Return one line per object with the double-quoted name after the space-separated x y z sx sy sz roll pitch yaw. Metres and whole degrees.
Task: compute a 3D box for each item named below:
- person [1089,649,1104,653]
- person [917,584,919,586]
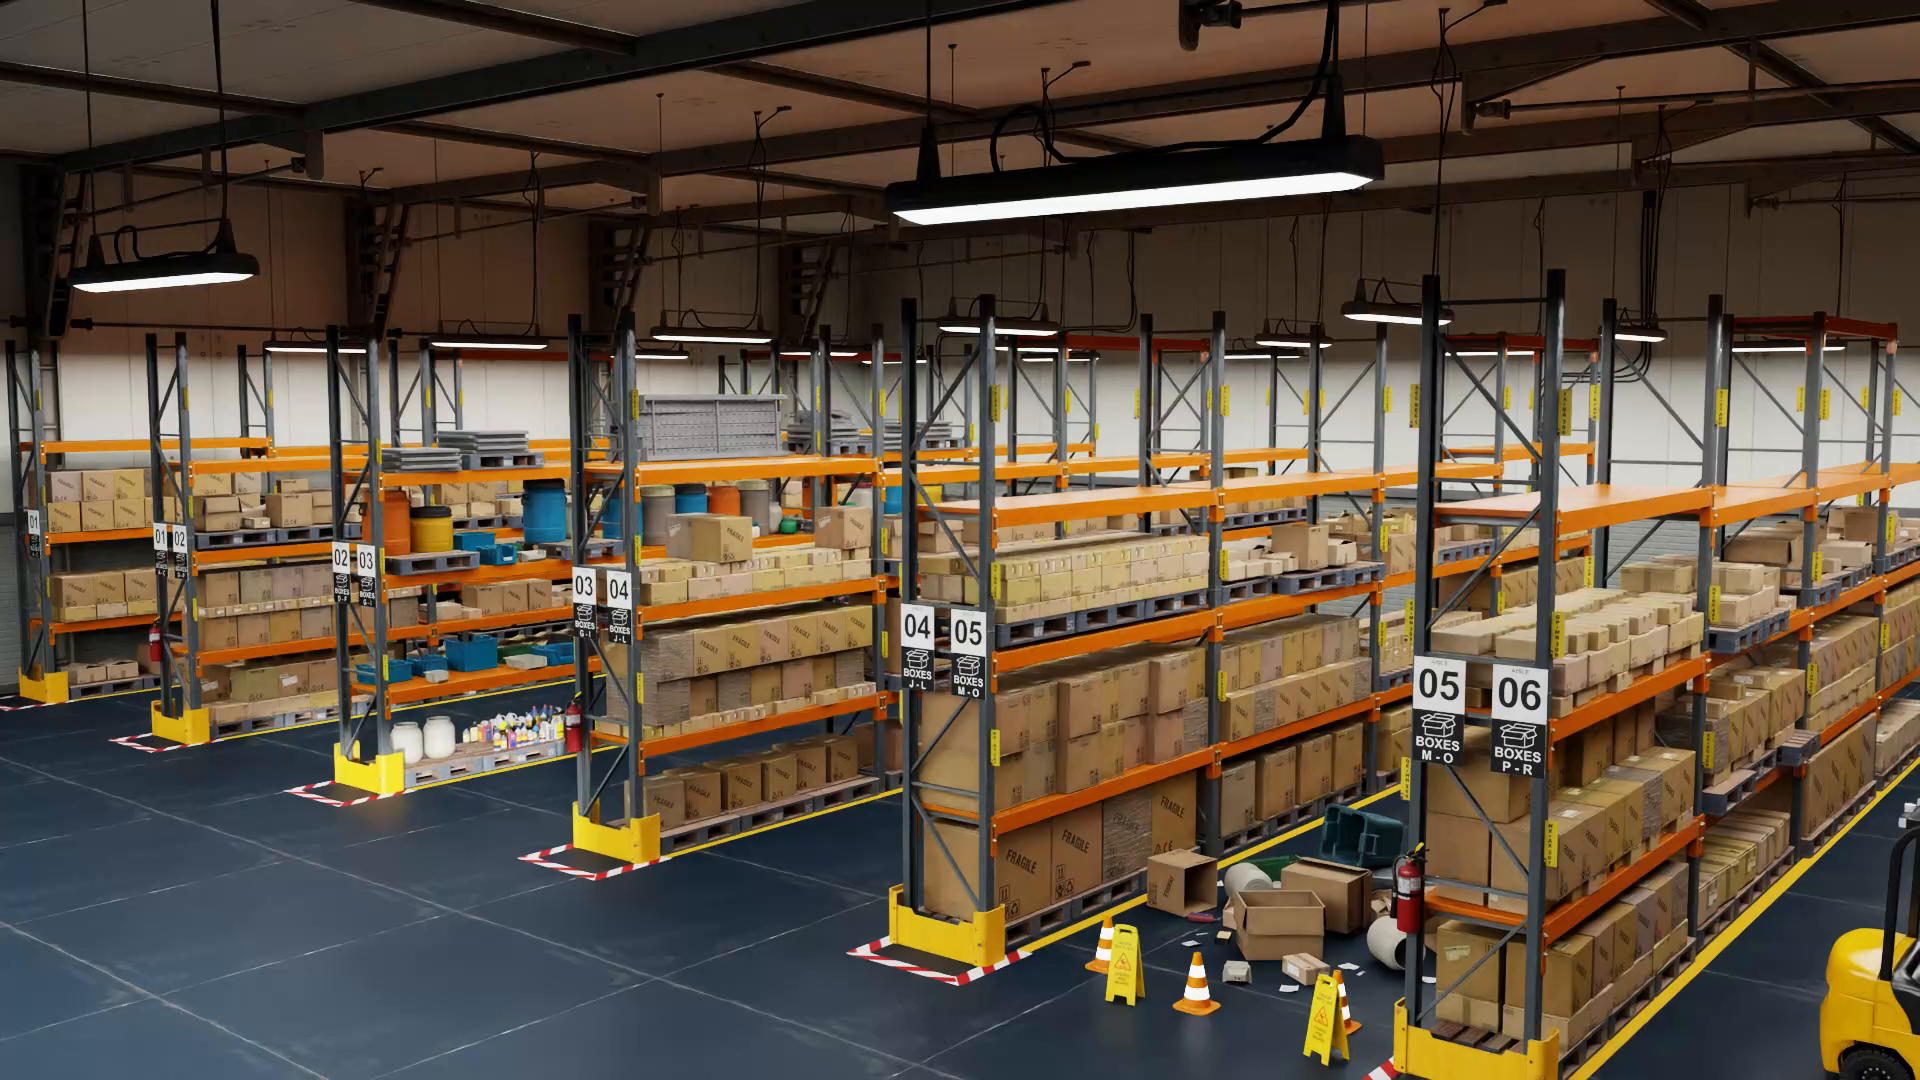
1.857 2.285 22.647 0.595 1.762 0.654 5 7 43 "person"
-1.125 1.156 35.235 0.793 1.681 0.628 -5 7 -43 "person"
